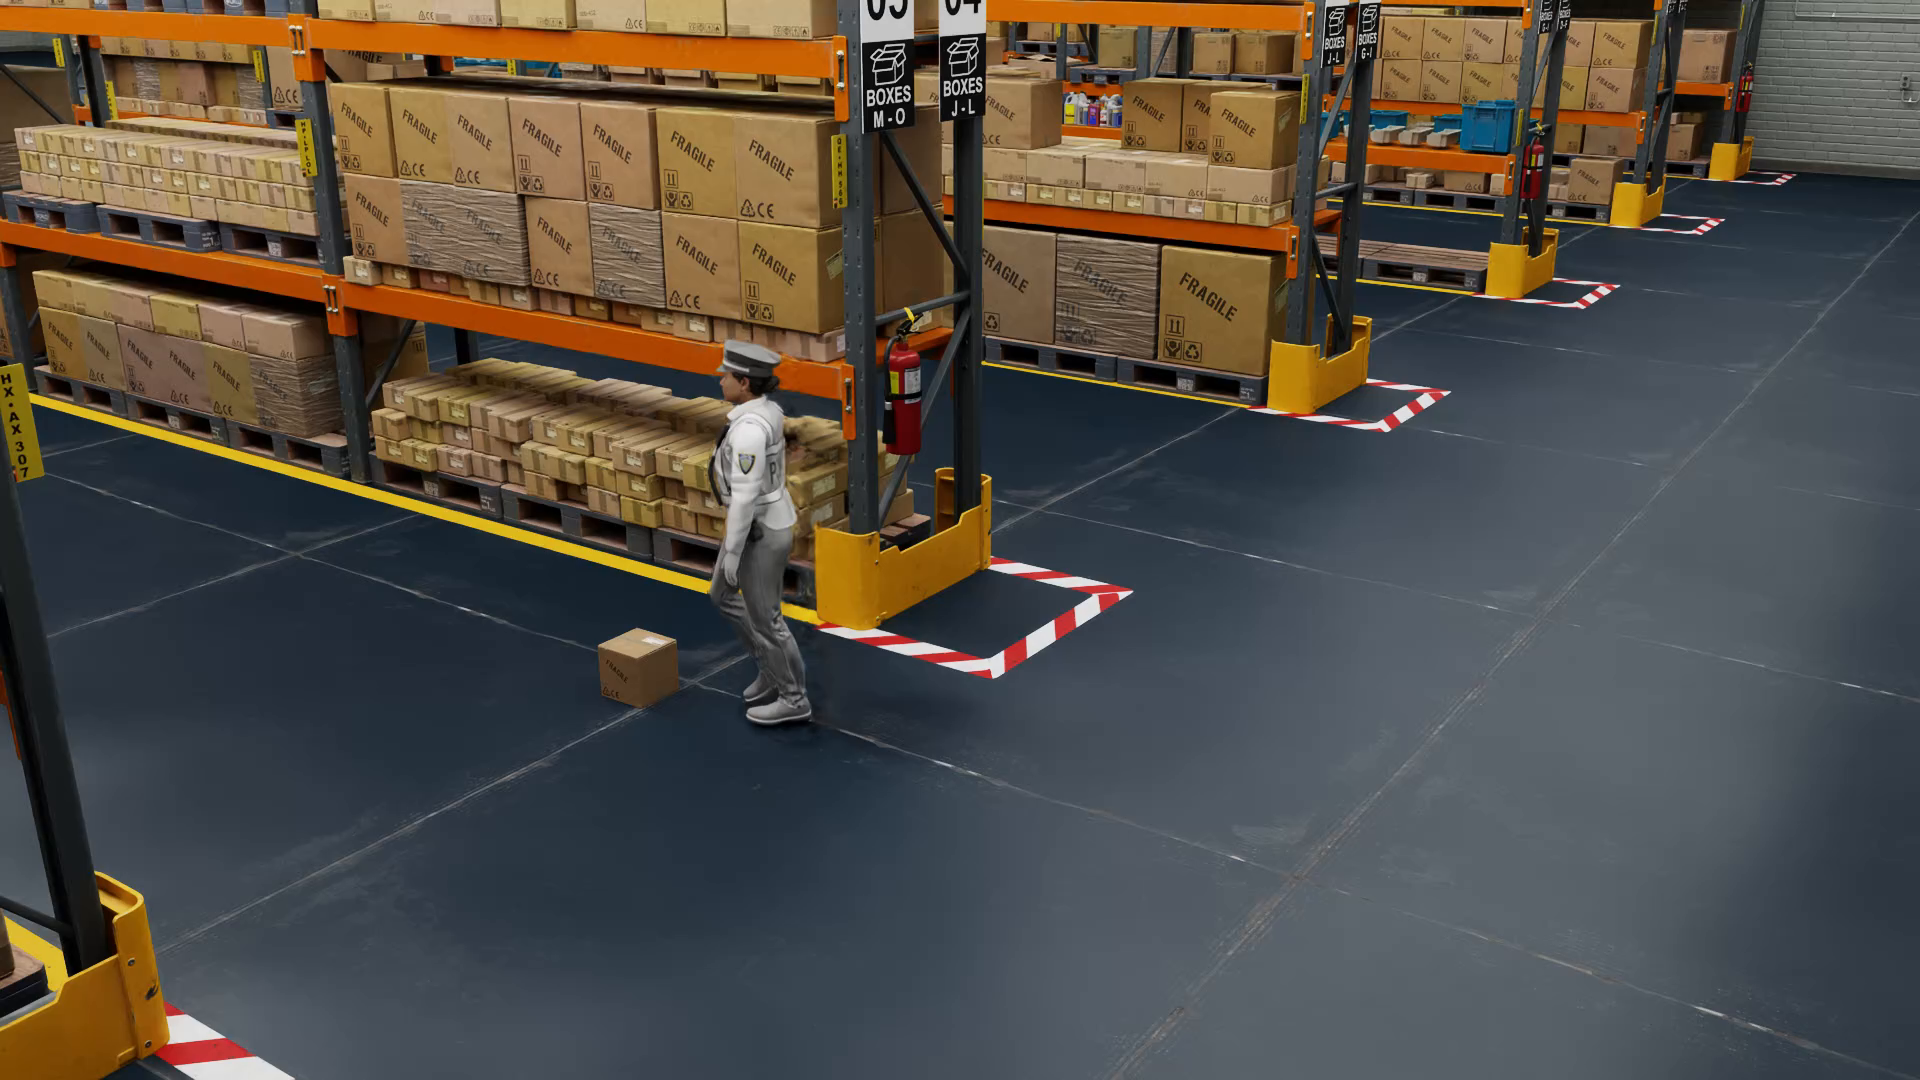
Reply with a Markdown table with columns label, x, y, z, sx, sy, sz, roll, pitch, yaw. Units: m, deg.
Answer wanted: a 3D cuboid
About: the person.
| label | x | y | z | sx | sy | sz | roll | pitch | yaw |
| --- | --- | --- | --- | --- | --- | --- | --- | --- | --- |
| person | -0.875 | -0.023 | 7.051 | 0.442 | 1.675 | 0.515 | -1 | 20 | -2 |
